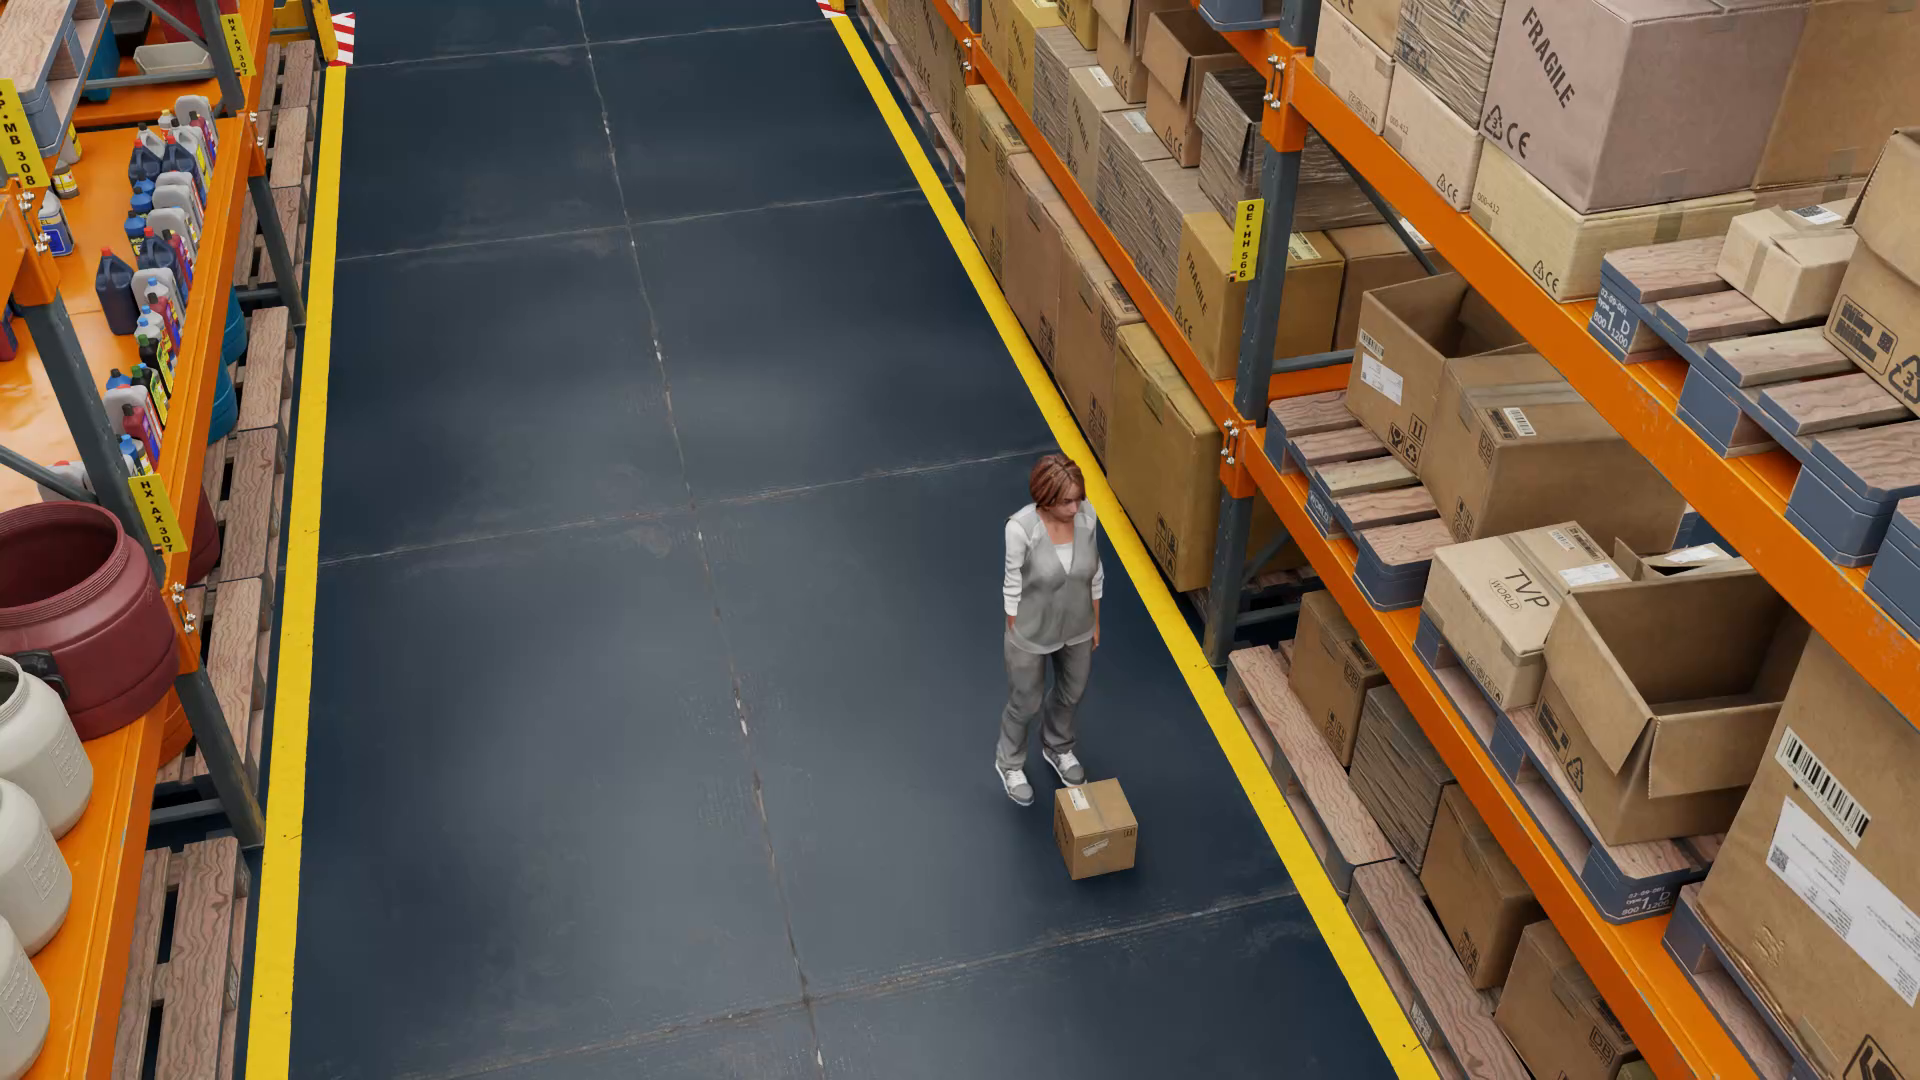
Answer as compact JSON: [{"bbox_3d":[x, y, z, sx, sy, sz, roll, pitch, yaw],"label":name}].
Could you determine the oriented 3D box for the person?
[{"bbox_3d":[0.351,0.342,6.311,0.407,1.609,0.310,-16,41,-19],"label":"person"}]
